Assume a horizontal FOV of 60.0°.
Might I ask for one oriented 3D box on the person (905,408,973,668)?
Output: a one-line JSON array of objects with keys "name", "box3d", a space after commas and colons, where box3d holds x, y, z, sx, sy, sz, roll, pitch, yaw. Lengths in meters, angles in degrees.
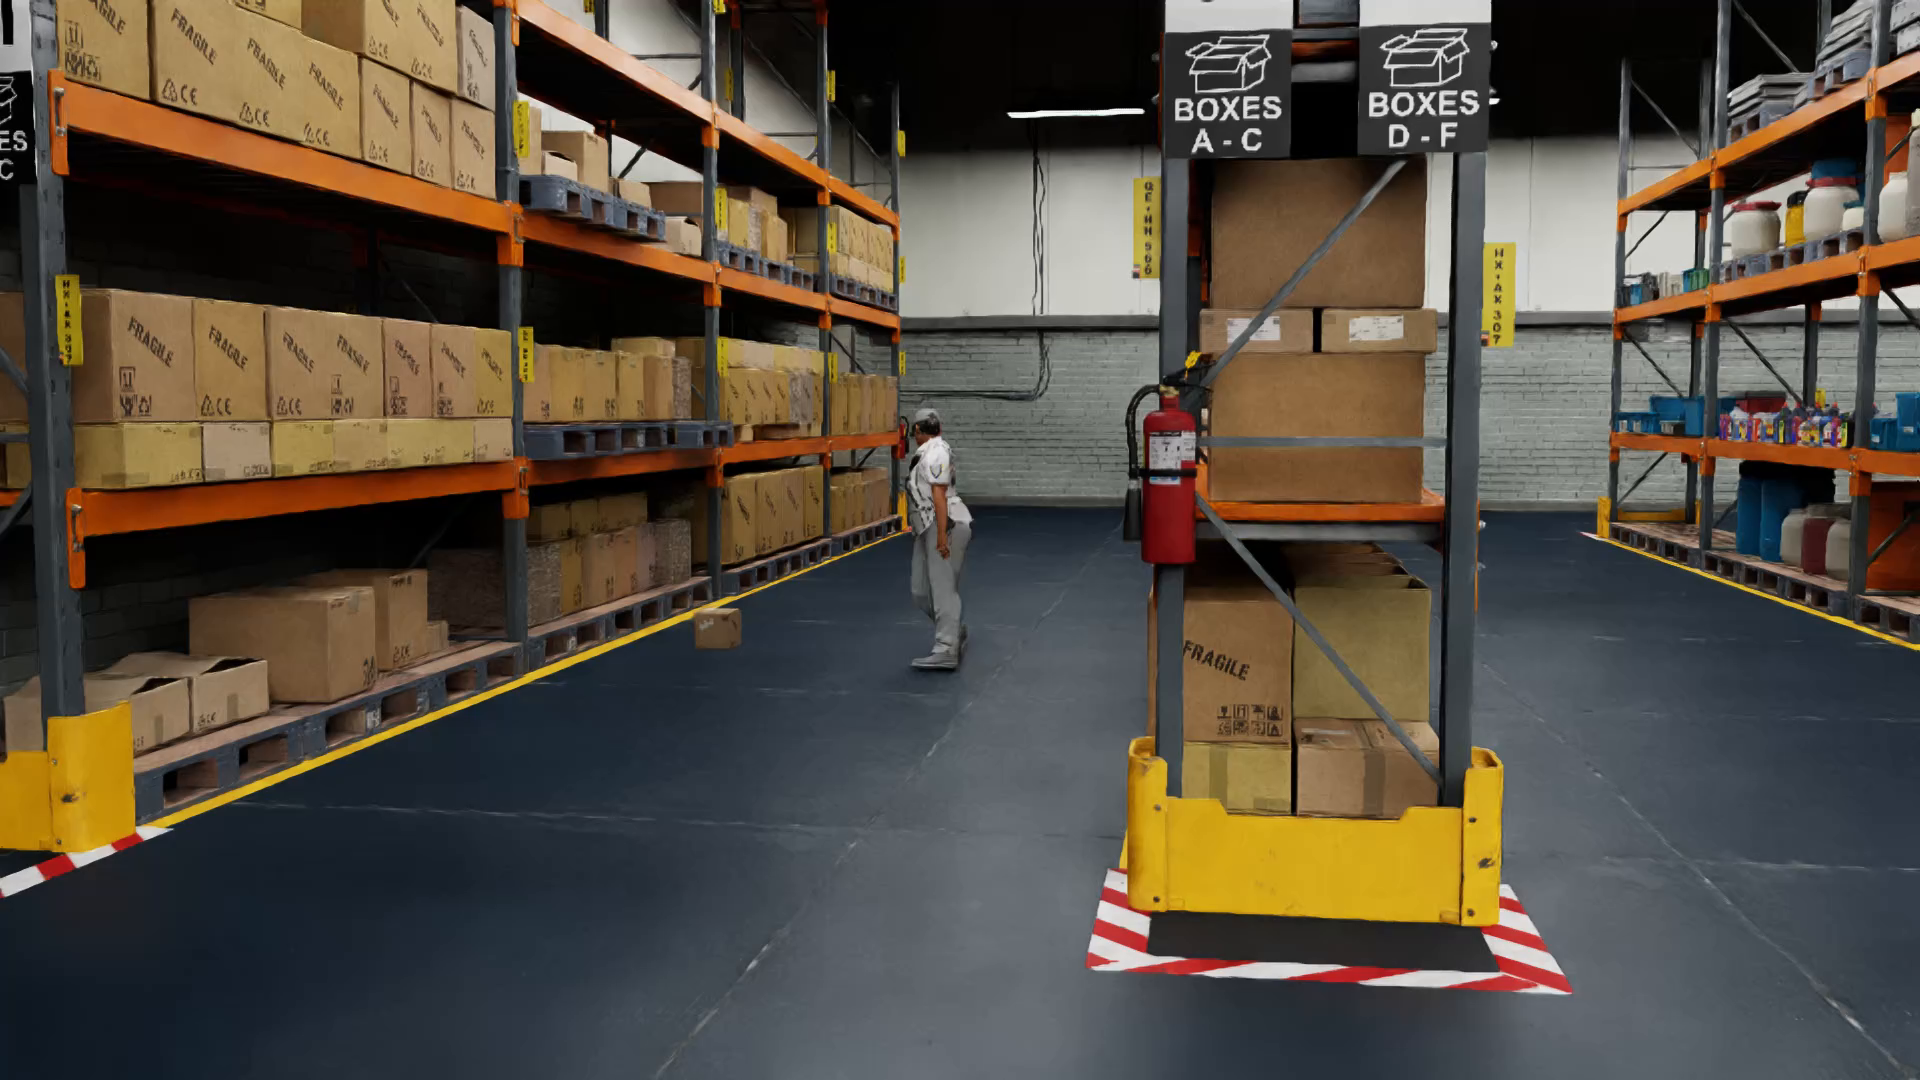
[{"name": "person", "box3d": [-0.124, -0.030, 10.503, 0.517, 1.607, 0.650, -1, 5, -17]}]
